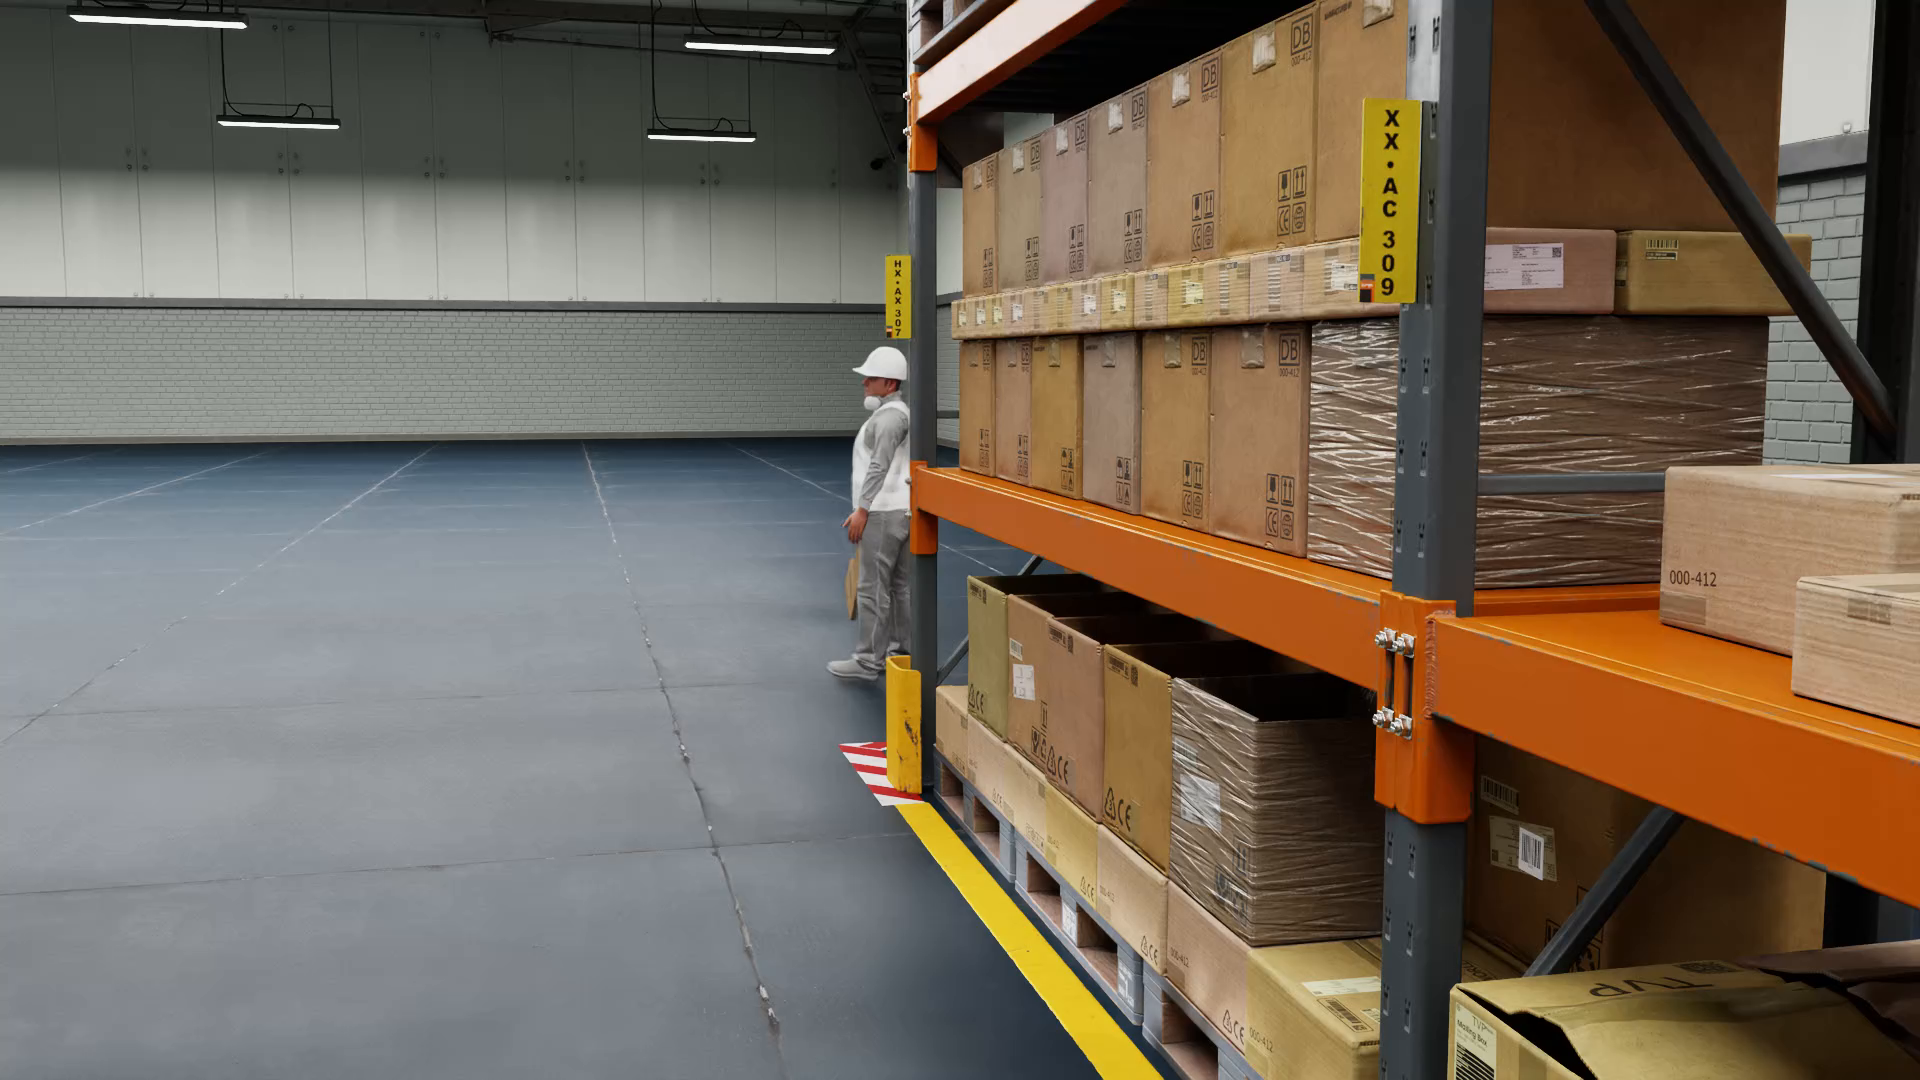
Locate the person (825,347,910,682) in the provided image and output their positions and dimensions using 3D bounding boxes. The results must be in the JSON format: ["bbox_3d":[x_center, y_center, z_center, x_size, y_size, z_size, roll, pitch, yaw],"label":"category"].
[{"bbox_3d":[-0.467,-0.142,8.934,0.504,1.779,0.571,0,6,4],"label":"person"}]
